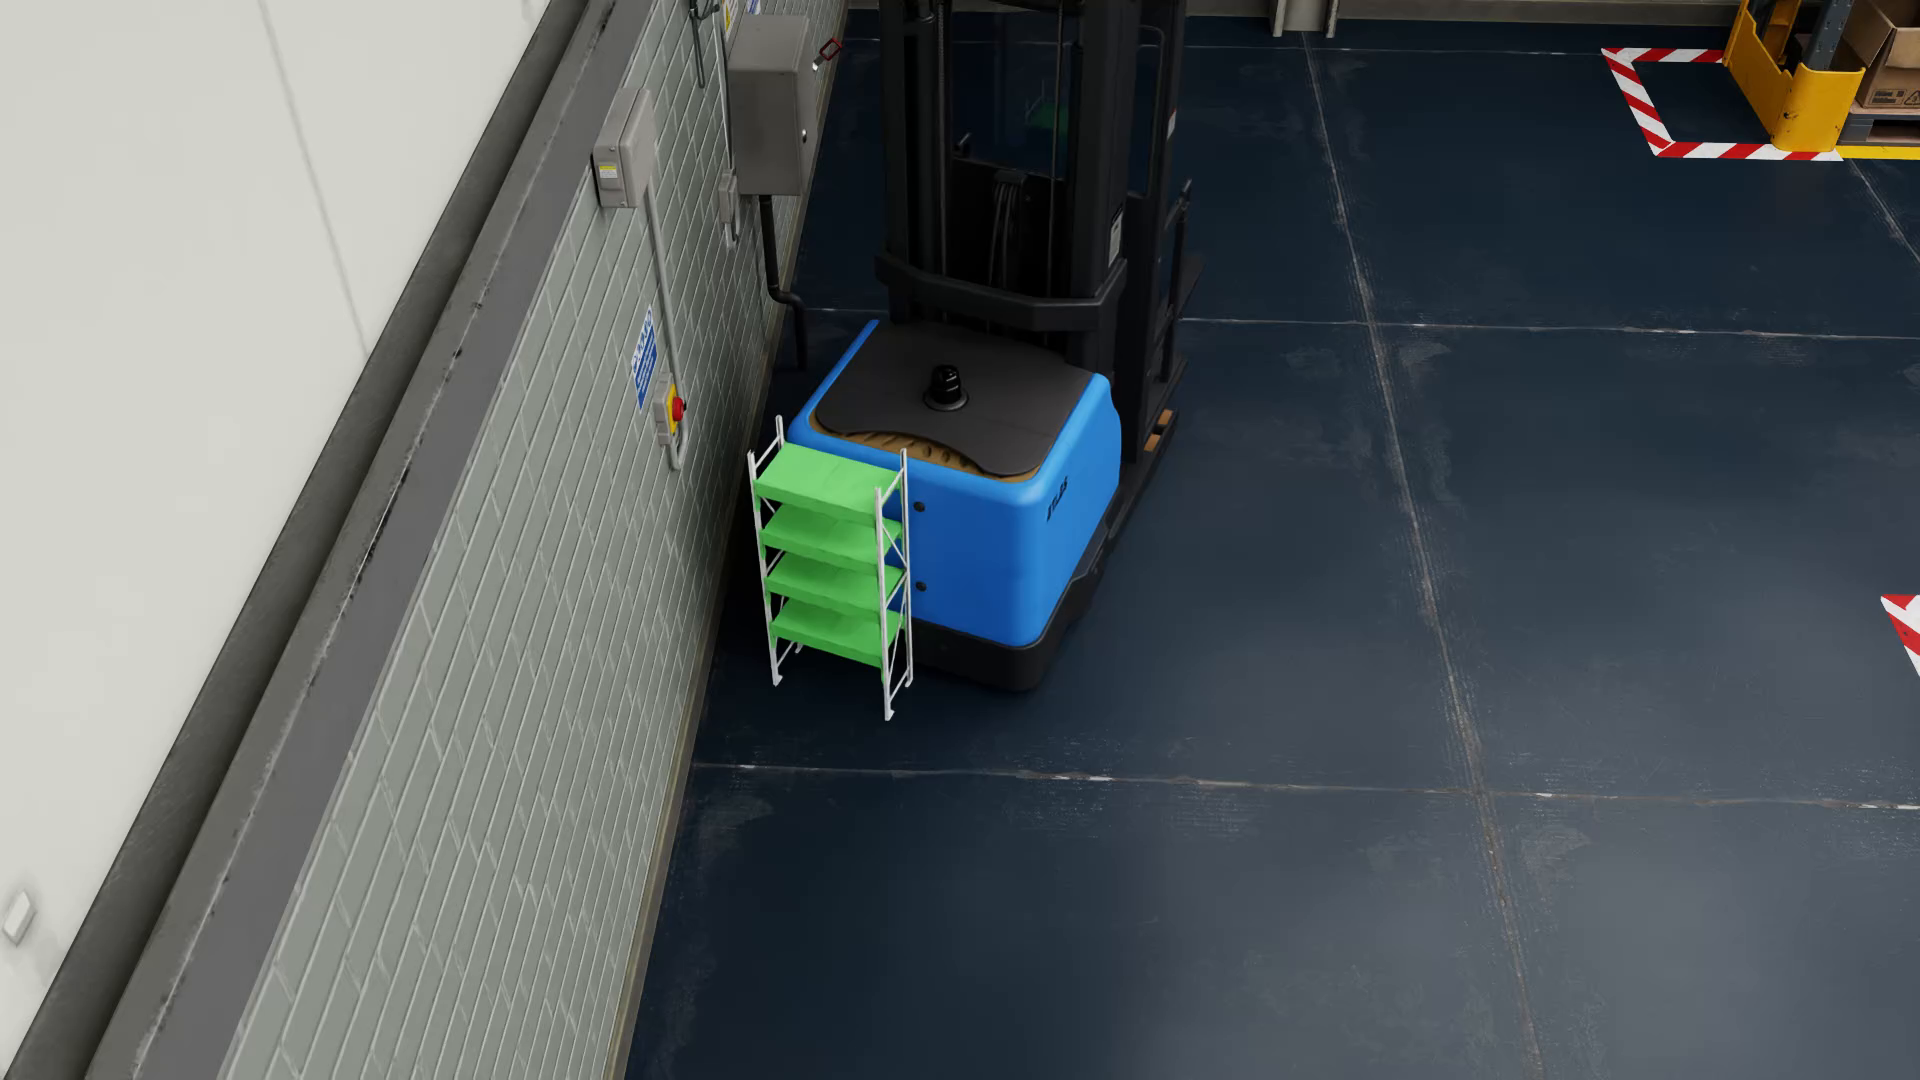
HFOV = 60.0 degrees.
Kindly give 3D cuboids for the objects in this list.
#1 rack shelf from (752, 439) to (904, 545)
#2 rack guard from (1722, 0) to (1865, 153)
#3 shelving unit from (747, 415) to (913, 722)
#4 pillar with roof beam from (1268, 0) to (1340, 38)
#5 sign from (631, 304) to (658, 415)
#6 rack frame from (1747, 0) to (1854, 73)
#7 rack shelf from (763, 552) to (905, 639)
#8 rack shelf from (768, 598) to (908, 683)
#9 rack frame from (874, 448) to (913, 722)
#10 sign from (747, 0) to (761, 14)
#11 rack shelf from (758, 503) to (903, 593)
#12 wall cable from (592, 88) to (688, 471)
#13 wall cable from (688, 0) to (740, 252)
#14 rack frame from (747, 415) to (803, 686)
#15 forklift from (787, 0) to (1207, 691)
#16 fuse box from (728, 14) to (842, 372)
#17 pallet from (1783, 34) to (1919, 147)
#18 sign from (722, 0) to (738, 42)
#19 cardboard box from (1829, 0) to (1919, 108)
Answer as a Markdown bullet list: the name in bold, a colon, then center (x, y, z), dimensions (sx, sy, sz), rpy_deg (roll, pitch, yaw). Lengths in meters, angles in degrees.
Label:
- **rack shelf**: center (-0.466, -0.175, 5.947), dimensions (0.480, 0.148, 0.258), rpy_deg (16, 45, 16)
- **rack guard**: center (4.953, -2.838, 9.929), dimensions (0.348, 0.500, 1.175), rpy_deg (2, 43, 2)
- **shelving unit**: center (-0.466, 0.129, 6.231), dimensions (0.503, 1.200, 0.258), rpy_deg (16, 45, 16)
- **pillar with roof beam**: center (2.030, -3.715, 4.636), dimensions (0.400, 9.000, 9.100), rpy_deg (2, 43, 2)
- **sign**: center (-1.040, -0.600, 5.495), dimensions (0.001, 0.218, 0.327), rpy_deg (2, 43, 2)
- **rack frame**: center (4.877, -3.754, 9.080), dimensions (0.127, 3.000, 1.000), rpy_deg (2, 43, 2)
- **rack shelf**: center (-0.466, 0.176, 6.274), dimensions (0.480, 0.148, 0.258), rpy_deg (16, 45, 16)
- **rack shelf**: center (-0.466, 0.351, 6.438), dimensions (0.480, 0.148, 0.258), rpy_deg (16, 45, 16)
- **rack frame**: center (-0.240, 0.192, 6.163), dimensions (0.015, 1.200, 0.240), rpy_deg (16, 45, 16)
- **sign**: center (-0.921, -2.265, 7.551), dimensions (0.001, 0.494, 0.329), rpy_deg (2, 43, 2)
- **rack shelf**: center (-0.466, 0.001, 6.111), dimensions (0.480, 0.148, 0.258), rpy_deg (16, 45, 16)
- **wall cable**: center (-0.977, -0.915, 5.263), dimensions (0.123, 1.953, 0.585), rpy_deg (2, 43, 2)
- **wall cable**: center (-0.925, -1.869, 6.311), dimensions (0.122, 1.984, 0.588), rpy_deg (2, 43, 2)
- **rack frame**: center (-0.692, 0.066, 6.298), dimensions (0.015, 1.200, 0.240), rpy_deg (16, 45, 16)
- **forklift**: center (0.370, -1.496, 6.705), dimensions (1.130, 2.935, 3.031), rpy_deg (16, 45, 16)
- **fuse box**: center (-0.737, -1.486, 7.590), dimensions (0.414, 1.711, 0.539), rpy_deg (2, 43, 2)
- **pallet**: center (5.749, -2.708, 10.002), dimensions (1.213, 0.211, 1.003), rpy_deg (2, 43, 2)
- **sign**: center (-0.946, -2.228, 6.836), dimensions (0.001, 0.242, 0.339), rpy_deg (2, 43, 2)
- **cardboard box**: center (5.484, -2.911, 9.698), dimensions (0.637, 0.503, 0.797), rpy_deg (0, 43, 0)
